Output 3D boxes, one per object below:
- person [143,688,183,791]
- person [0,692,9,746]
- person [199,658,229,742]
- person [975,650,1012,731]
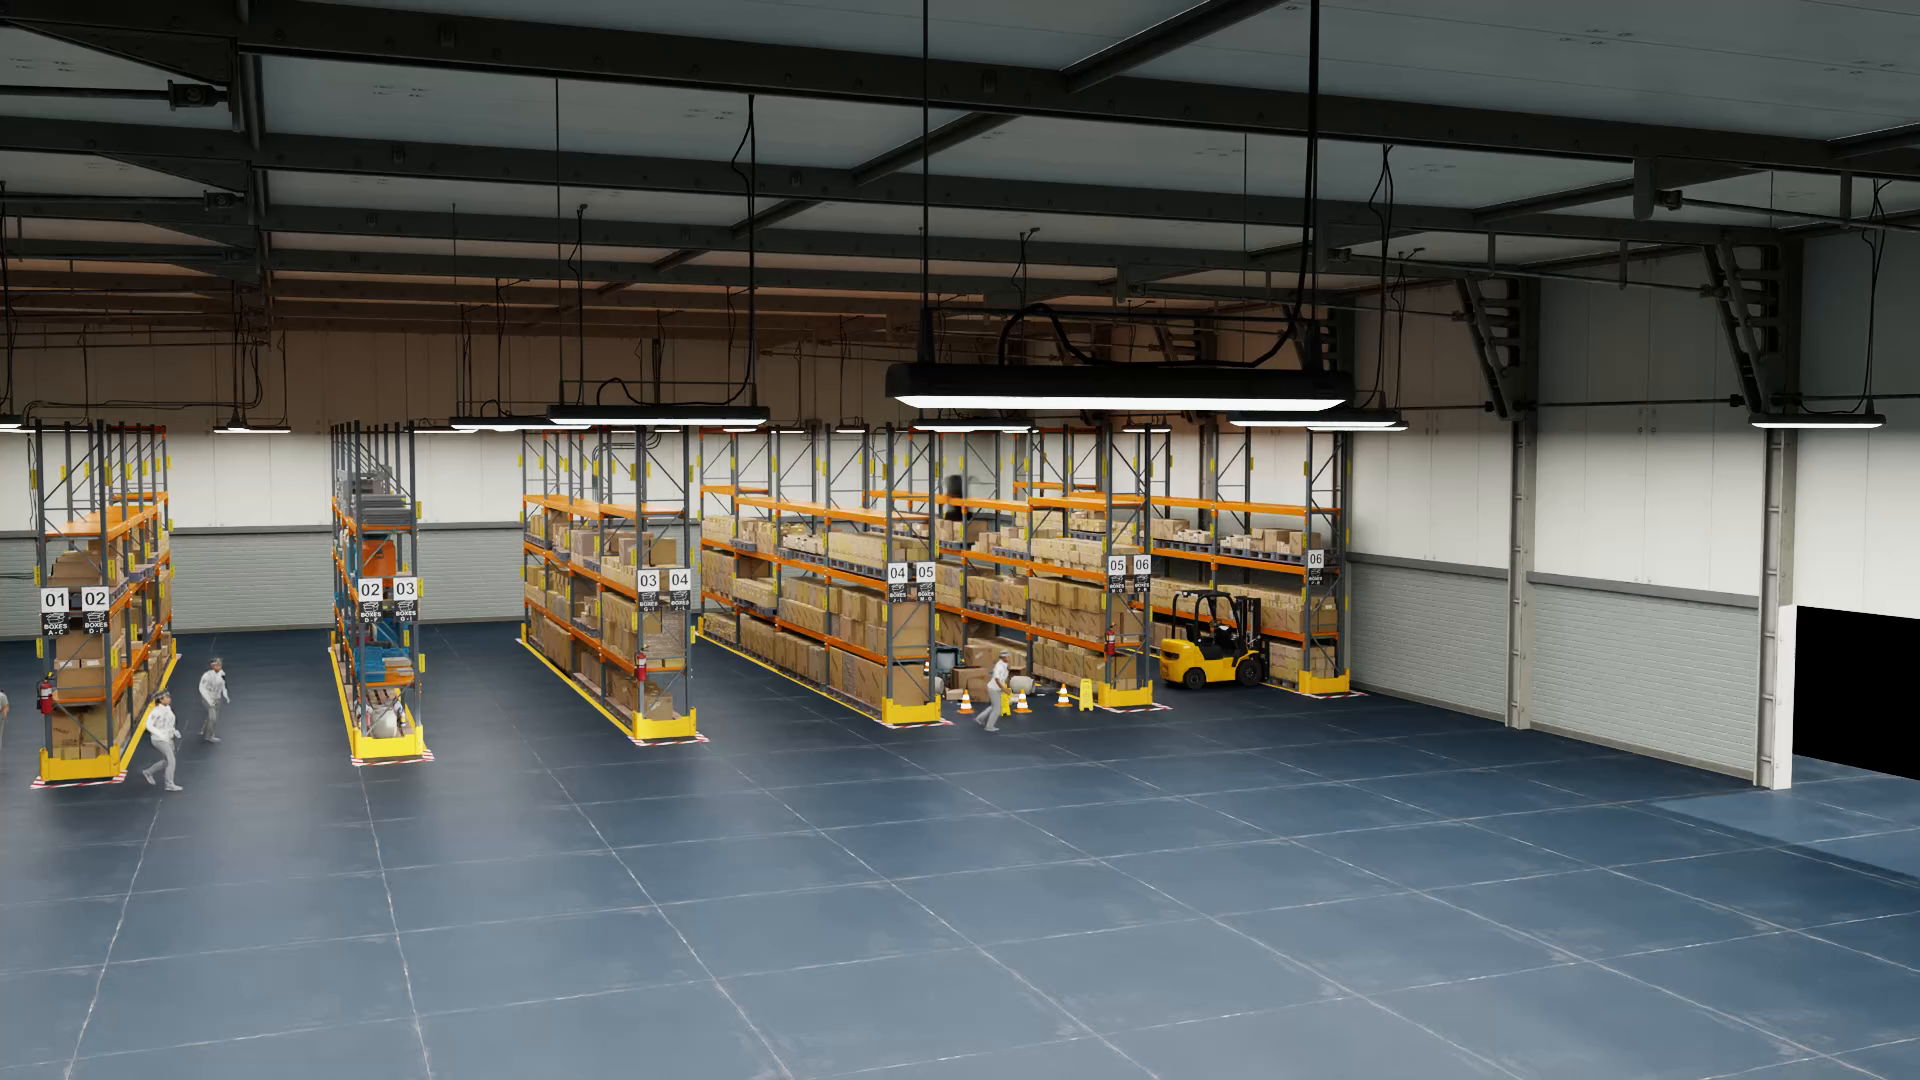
[{"bbox_3d":[-12.891,3.219,26.788,0.647,1.672,0.632,0,4,2],"label":"person"},{"bbox_3d":[-16.389,3.149,28.142,0.803,1.675,0.530,3,5,43],"label":"person"},{"bbox_3d":[-14.060,2.987,31.153,0.760,1.621,0.605,1,4,19],"label":"person"},{"bbox_3d":[0.647,2.908,32.270,0.730,1.607,0.559,0,4,8],"label":"person"}]
